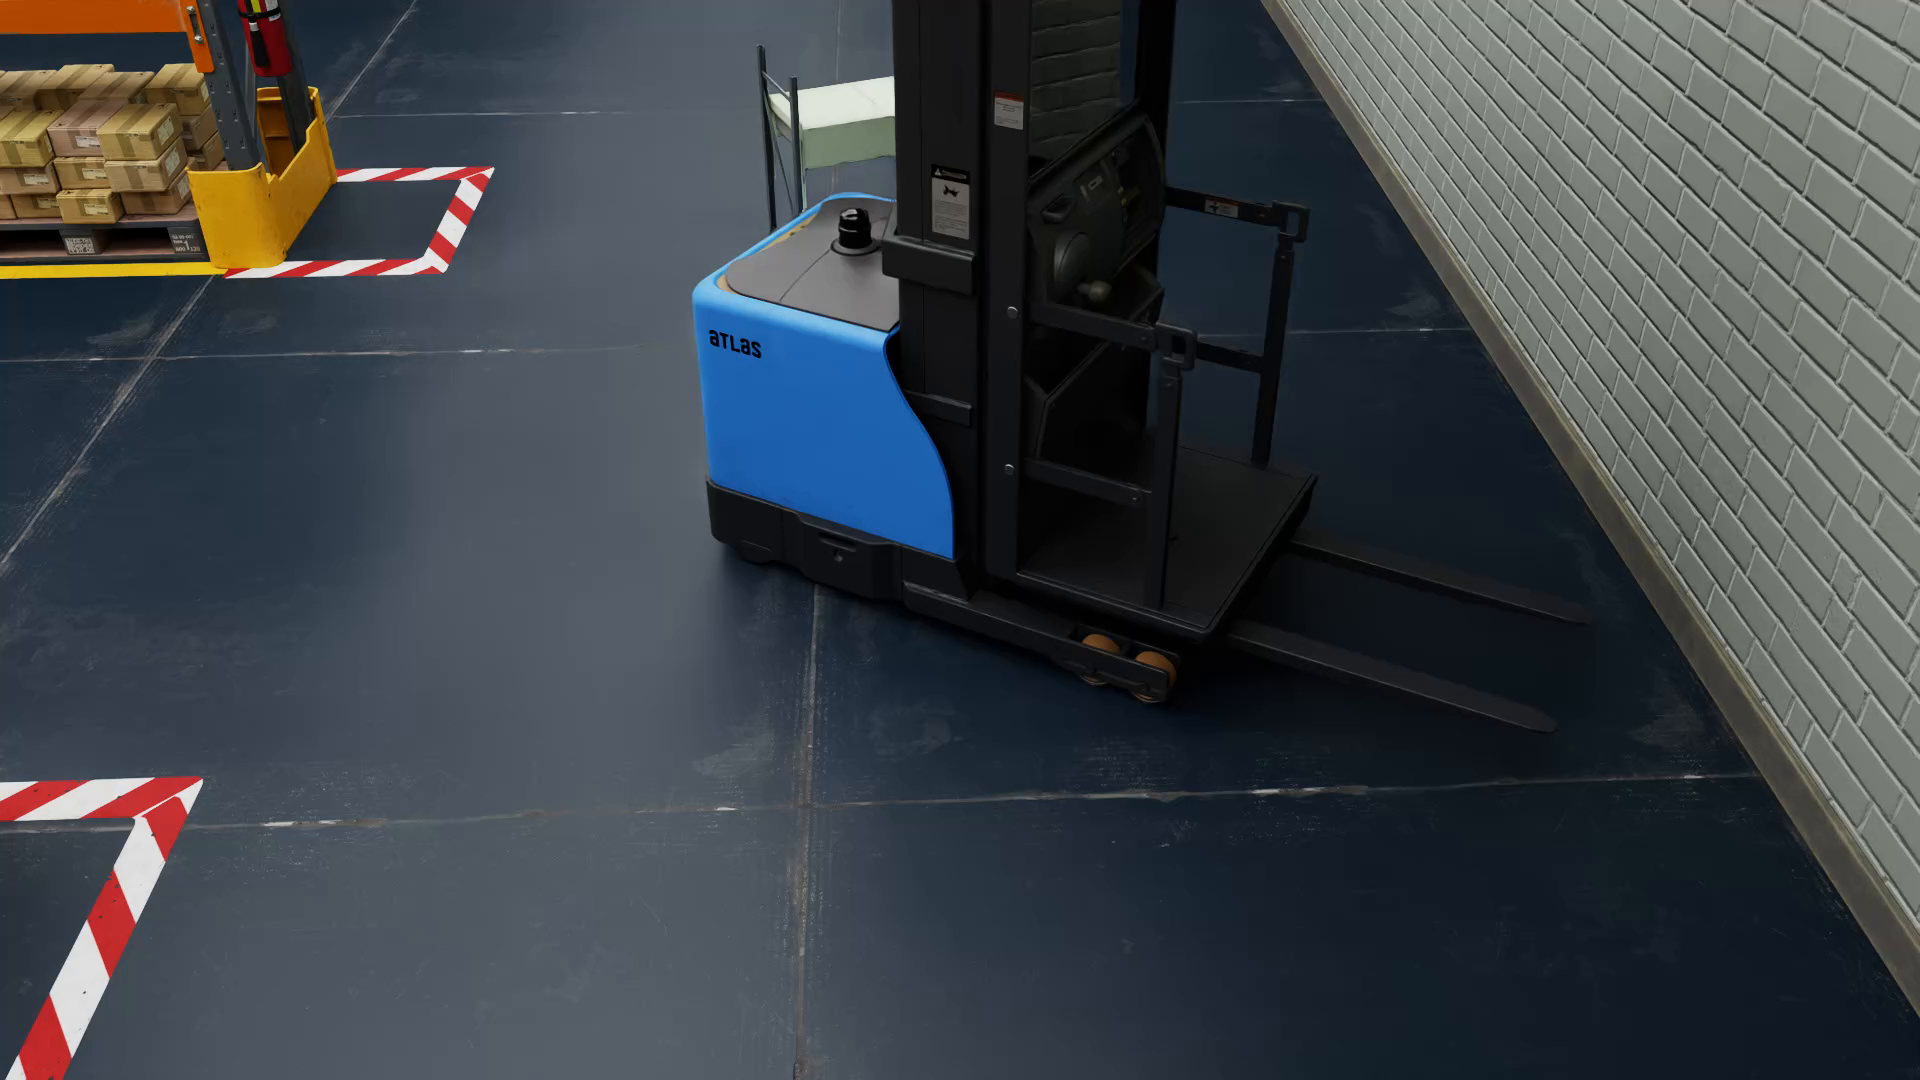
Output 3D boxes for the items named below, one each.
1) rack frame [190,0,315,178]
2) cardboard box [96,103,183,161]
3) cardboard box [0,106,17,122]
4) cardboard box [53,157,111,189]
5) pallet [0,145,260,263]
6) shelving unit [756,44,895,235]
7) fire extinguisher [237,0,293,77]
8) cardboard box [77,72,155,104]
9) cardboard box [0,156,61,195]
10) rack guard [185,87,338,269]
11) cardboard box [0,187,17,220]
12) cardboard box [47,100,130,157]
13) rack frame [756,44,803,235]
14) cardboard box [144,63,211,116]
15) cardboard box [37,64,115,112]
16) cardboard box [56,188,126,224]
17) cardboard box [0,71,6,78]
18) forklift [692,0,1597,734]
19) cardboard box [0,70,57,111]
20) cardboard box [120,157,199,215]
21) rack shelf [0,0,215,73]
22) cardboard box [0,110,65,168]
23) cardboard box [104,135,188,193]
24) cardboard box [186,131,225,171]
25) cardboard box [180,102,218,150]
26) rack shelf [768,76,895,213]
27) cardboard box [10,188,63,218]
[{"bbox_3d":[-3.475,-2.904,7.810,0.127,3.000,1.000,-2,35,-2],"label":"rack frame"},{"bbox_3d":[-3.992,-1.990,8.103,0.250,0.149,0.380,-1,35,-2],"label":"cardboard box"},{"bbox_3d":[-4.760,-1.966,8.068,0.250,0.149,0.380,-3,35,-4],"label":"cardboard box"},{"bbox_3d":[-4.253,-1.873,8.196,0.250,0.149,0.380,-2,35,-3],"label":"cardboard box"},{"bbox_3d":[-4.364,-1.753,8.598,1.213,0.211,1.003,-2,35,-2],"label":"pallet"},{"bbox_3d":[-0.351,-1.255,6.745,0.755,1.500,0.431,-14,37,-20],"label":"shelving unit"},{"bbox_3d":[-3.202,-2.463,7.569,0.183,0.674,0.296,-2,35,-2],"label":"fire extinguisher"},{"bbox_3d":[-4.284,-2.252,8.481,0.250,0.149,0.380,-1,35,-1],"label":"cardboard box"},{"bbox_3d":[-4.508,-1.835,8.140,0.250,0.149,0.380,-3,35,-4],"label":"cardboard box"},{"bbox_3d":[-3.551,-1.874,8.518,0.348,0.500,1.175,-2,35,-2],"label":"rack guard"},{"bbox_3d":[-4.757,-1.735,8.257,0.250,0.149,0.380,-1,35,-2],"label":"cardboard box"},{"bbox_3d":[-4.246,-2.016,8.141,0.250,0.149,0.380,-1,35,-1],"label":"cardboard box"},{"bbox_3d":[-0.685,-1.169,6.622,0.023,1.500,0.400,-14,37,-20],"label":"rack frame"},{"bbox_3d":[-4.015,-2.328,8.591,0.250,0.149,0.380,-3,35,-4],"label":"cardboard box"},{"bbox_3d":[-4.542,-2.318,8.577,0.250,0.149,0.380,-2,35,-2],"label":"cardboard box"},{"bbox_3d":[-4.243,-1.707,8.217,0.250,0.149,0.380,-1,35,-1],"label":"cardboard box"},{"bbox_3d":[-5.063,-2.262,8.496,0.250,0.149,0.380,0,35,0],"label":"cardboard box"},{"bbox_3d":[0.618,-1.017,5.143,3.031,2.935,1.130,17,38,23],"label":"forklift"},{"bbox_3d":[-4.786,-2.264,8.499,0.250,0.149,0.380,-3,35,-5],"label":"cardboard box"},{"bbox_3d":[-3.991,-1.771,8.310,0.250,0.149,0.380,-1,35,-1],"label":"cardboard box"},{"bbox_3d":[-5.473,-2.554,7.937,4.000,0.370,1.077,-2,35,-2],"label":"rack shelf"},{"bbox_3d":[-4.499,-1.937,8.026,0.250,0.149,0.380,-2,35,-3],"label":"cardboard box"},{"bbox_3d":[-3.989,-1.850,8.162,0.250,0.149,0.380,-2,35,-4],"label":"cardboard box"},{"bbox_3d":[-4.014,-2.072,8.744,0.250,0.149,0.380,-1,35,-1],"label":"cardboard box"},{"bbox_3d":[-4.011,-2.158,8.607,0.250,0.149,0.380,0,35,0],"label":"cardboard box"},{"bbox_3d":[-0.351,-1.576,6.523,0.720,0.370,0.431,-14,37,-20],"label":"rack shelf"},{"bbox_3d":[-4.511,-1.749,8.277,0.250,0.149,0.380,-2,35,-2],"label":"cardboard box"}]
